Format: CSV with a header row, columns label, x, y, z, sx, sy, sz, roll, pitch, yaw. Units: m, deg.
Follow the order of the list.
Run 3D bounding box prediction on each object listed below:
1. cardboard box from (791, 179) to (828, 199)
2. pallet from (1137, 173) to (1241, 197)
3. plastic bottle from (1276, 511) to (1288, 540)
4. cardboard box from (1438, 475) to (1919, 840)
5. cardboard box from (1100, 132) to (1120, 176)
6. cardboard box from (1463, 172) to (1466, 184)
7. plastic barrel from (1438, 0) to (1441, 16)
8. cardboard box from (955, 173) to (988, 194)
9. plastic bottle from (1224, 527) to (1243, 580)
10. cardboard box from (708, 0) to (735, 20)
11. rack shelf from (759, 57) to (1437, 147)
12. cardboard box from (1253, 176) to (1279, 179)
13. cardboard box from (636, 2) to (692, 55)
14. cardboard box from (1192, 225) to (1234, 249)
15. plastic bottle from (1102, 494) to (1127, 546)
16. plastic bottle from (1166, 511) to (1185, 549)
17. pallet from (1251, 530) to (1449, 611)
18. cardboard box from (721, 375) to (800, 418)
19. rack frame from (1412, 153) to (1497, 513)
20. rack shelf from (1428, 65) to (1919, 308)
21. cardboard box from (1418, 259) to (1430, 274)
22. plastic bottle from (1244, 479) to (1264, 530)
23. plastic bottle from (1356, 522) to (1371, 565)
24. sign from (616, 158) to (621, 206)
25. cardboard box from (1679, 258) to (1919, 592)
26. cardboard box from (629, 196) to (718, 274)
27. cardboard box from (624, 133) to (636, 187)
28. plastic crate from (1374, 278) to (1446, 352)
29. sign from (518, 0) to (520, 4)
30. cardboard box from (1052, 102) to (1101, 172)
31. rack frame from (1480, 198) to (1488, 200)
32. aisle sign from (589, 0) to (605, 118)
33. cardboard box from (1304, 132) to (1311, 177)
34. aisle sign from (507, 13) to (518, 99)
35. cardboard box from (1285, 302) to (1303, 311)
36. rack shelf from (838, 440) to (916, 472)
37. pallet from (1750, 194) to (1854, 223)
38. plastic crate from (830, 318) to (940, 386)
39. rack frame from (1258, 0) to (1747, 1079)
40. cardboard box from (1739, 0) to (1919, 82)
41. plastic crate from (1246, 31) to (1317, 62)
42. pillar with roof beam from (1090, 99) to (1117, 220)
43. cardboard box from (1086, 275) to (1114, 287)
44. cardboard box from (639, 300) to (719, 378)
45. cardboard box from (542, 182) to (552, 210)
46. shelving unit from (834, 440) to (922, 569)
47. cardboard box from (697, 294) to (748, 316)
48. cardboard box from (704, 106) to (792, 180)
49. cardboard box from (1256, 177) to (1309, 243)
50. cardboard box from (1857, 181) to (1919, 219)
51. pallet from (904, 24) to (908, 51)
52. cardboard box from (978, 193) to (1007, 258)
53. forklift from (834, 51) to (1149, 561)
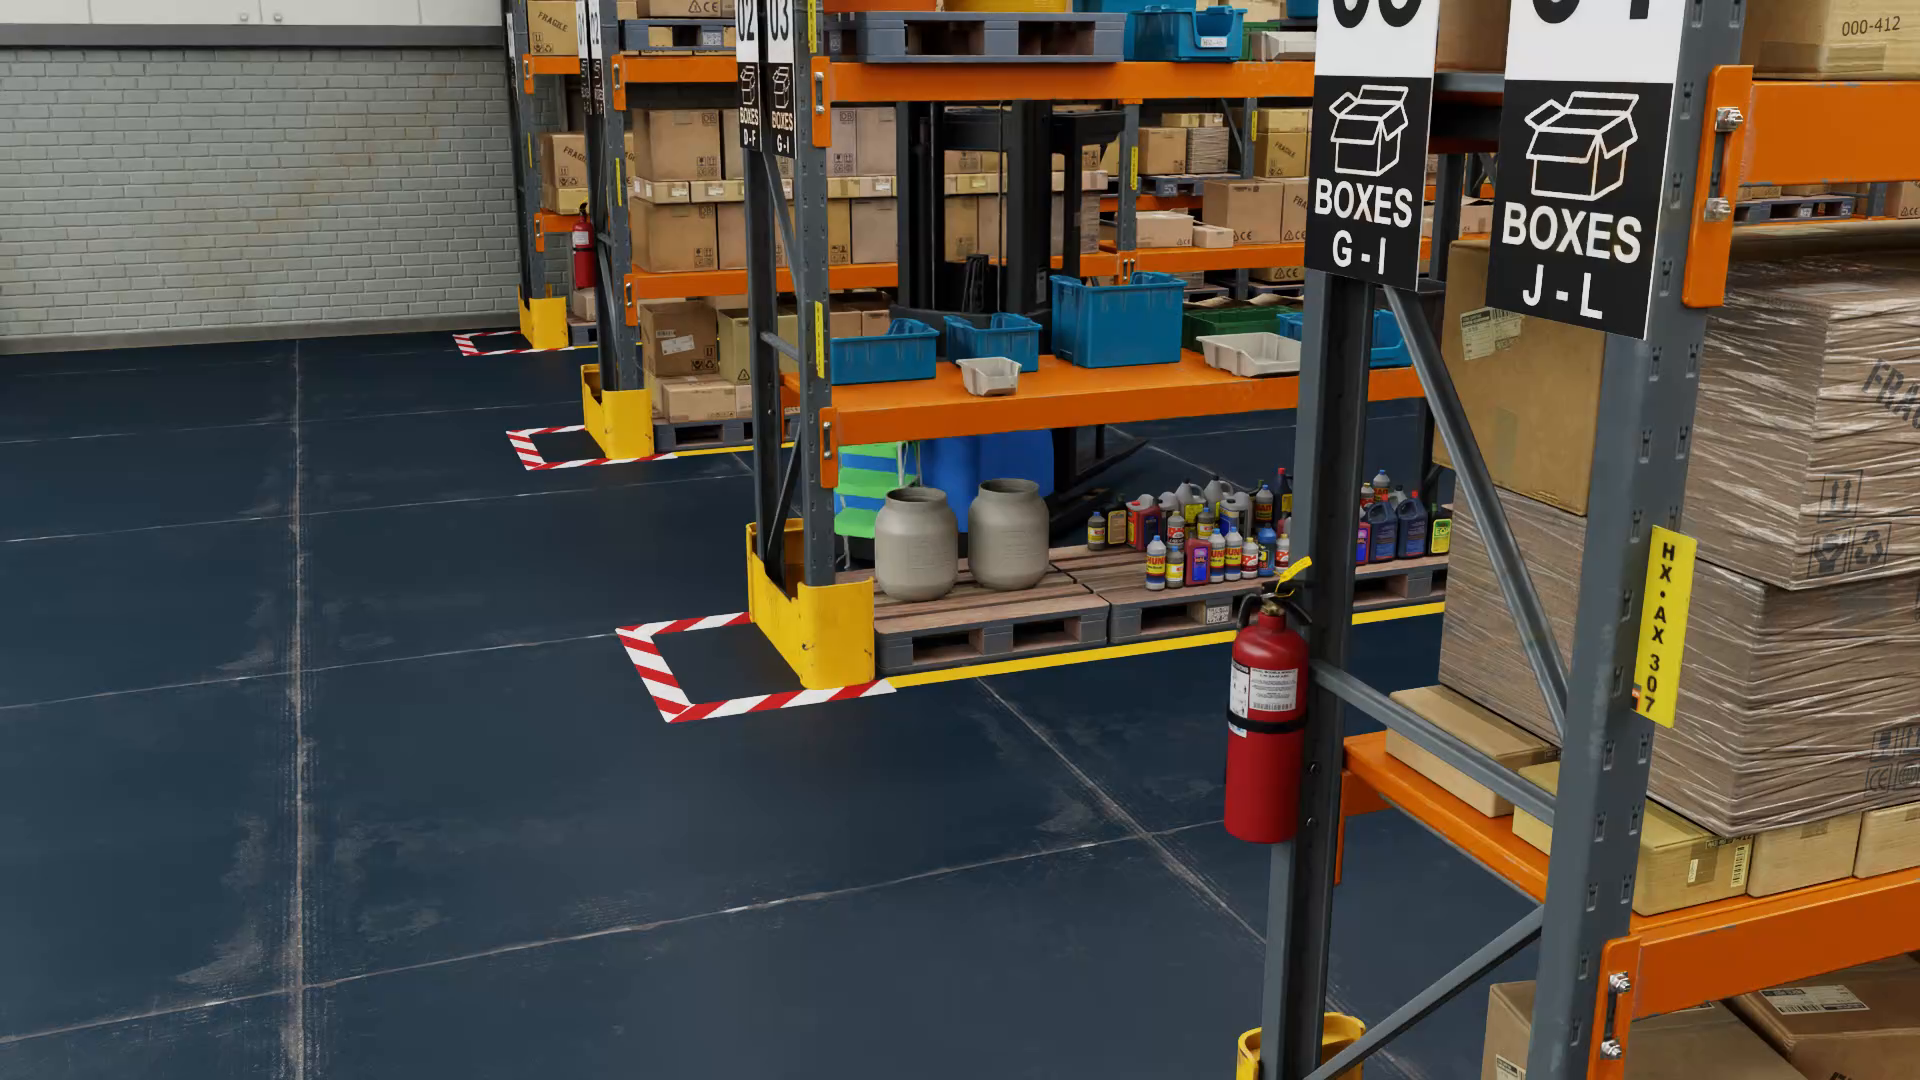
label,x,y,z,sx,sy,sz,roll,pitch,yaw
cardboard box,-1.169,-2.638,12.428,0.250,0.149,0.380,-7,18,-22
pallet,2.491,-4.109,19.106,1.003,0.211,1.213,-6,17,-20
plastic bottle,1.758,-0.018,8.877,0.133,0.283,0.061,-6,17,-20
cardboard box,1.489,0.177,3.467,0.500,0.500,0.875,-6,17,-20
cardboard box,1.528,-4.378,18.725,0.500,0.500,0.700,-6,17,-20
cardboard box,5.929,-4.396,20.156,0.250,0.149,0.380,-6,17,-20
plastic barrel,2.456,-2.993,8.700,0.421,0.512,0.421,0,16,0
cardboard box,0.032,-2.768,12.870,0.250,0.149,0.380,-6,17,-20
plastic bottle,1.411,0.065,8.614,0.097,0.271,0.097,0,16,0
cardboard box,-1.595,-4.012,12.387,0.500,0.250,0.500,-6,17,-20
rack shelf,1.061,-2.183,8.162,4.000,0.370,1.077,-6,17,-20
cardboard box,3.509,-4.162,19.357,0.250,0.149,0.380,-6,18,-21
cardboard box,-2.952,-5.057,16.458,0.500,0.500,0.500,-5,17,-18
cardboard box,2.060,-2.509,13.765,0.250,0.149,0.380,-6,17,-20
plastic bottle,0.854,-0.112,9.197,0.133,0.283,0.061,-6,17,-19
plastic bottle,1.188,-0.058,9.156,0.097,0.201,0.097,0,16,0
pallet,2.287,0.104,9.369,1.213,0.211,1.003,-6,17,-20
cardboard box,-1.530,-1.120,12.724,0.500,0.250,0.500,-6,17,-20
rack frame,2.929,-1.291,9.170,0.127,3.000,1.000,-6,17,-20
rack shelf,2.833,-0.880,3.724,4.000,0.370,1.077,-6,17,-20
cardboard box,5.465,-3.684,20.389,0.750,0.750,0.750,-6,17,-18
plastic bottle,1.681,-0.202,9.501,0.133,0.283,0.061,-5,17,-18
plastic bottle,2.114,-0.011,8.852,0.133,0.283,0.061,-5,17,-16
sign,-2.382,-2.498,11.603,0.005,0.325,0.100,-6,17,-20
cardboard box,1.577,-0.238,3.107,0.500,0.500,0.500,-6,17,-20
cardboard box,-2.135,-2.283,12.370,0.500,0.500,0.700,-6,17,-20
cardboard box,-3.333,-3.808,16.641,0.500,0.500,0.500,-6,17,-20
plastic crate,2.394,-1.242,9.113,0.504,0.338,0.767,-6,17,-20
sign,-4.157,-5.210,15.641,0.005,0.325,0.100,-6,17,-20
cardboard box,0.748,-3.218,13.254,0.500,0.500,0.700,-6,17,-20
rack frame,6.854,-4.704,20.793,0.127,3.000,1.000,-6,17,-20
aisle sign,-2.527,-3.351,11.572,0.004,0.787,0.394,-6,17,-20
cardboard box,4.156,-4.533,19.469,0.500,0.500,0.500,-6,17,-18
aisle sign,-4.311,-4.655,16.013,0.004,0.787,0.394,-6,17,-20
cardboard box,3.070,-1.877,14.306,0.500,0.311,0.500,-6,17,-19
rack shelf,-0.496,-0.500,9.007,0.480,0.148,0.258,7,24,23
pallet,7.845,-3.257,16.206,1.213,0.211,1.003,-6,17,-20
plastic crate,-0.446,-0.945,8.257,0.616,0.251,0.499,-6,17,-20
rack frame,0.967,0.417,3.356,0.053,2.616,0.949,-6,17,-20
cardboard box,1.508,-0.932,2.891,0.500,0.250,0.500,-6,17,-18
plastic crate,1.575,-2.335,7.871,0.396,0.136,0.243,-6,17,-20
pillar with roof beam,3.136,-6.143,15.046,0.400,9.000,9.100,-6,17,-20
cardboard box,1.489,-3.147,19.147,0.500,0.500,0.700,-6,17,-20
cardboard box,-2.181,-1.565,12.909,0.500,0.500,0.500,-6,17,-20
cardboard box,-3.984,-3.530,17.025,0.500,0.250,0.500,-6,17,-19
shelving unit,-0.488,-0.338,9.074,0.503,1.200,0.258,7,24,23
cardboard box,-2.438,-2.670,17.523,0.500,0.500,0.700,-7,18,-24
cardboard box,-1.596,-2.965,12.391,0.500,0.500,0.700,-7,18,-22
cardboard box,2.842,-2.819,14.197,0.500,0.500,0.500,-6,17,-20
cardboard box,9.203,-3.429,16.272,0.500,0.500,0.500,-6,17,-19
pallet,-0.765,-3.776,12.468,1.213,0.211,1.003,-6,17,-20
cardboard box,0.257,-2.541,13.250,0.500,0.500,0.700,-6,18,-21
forklift,0.328,-1.579,10.272,1.130,2.935,3.031,9,18,27
